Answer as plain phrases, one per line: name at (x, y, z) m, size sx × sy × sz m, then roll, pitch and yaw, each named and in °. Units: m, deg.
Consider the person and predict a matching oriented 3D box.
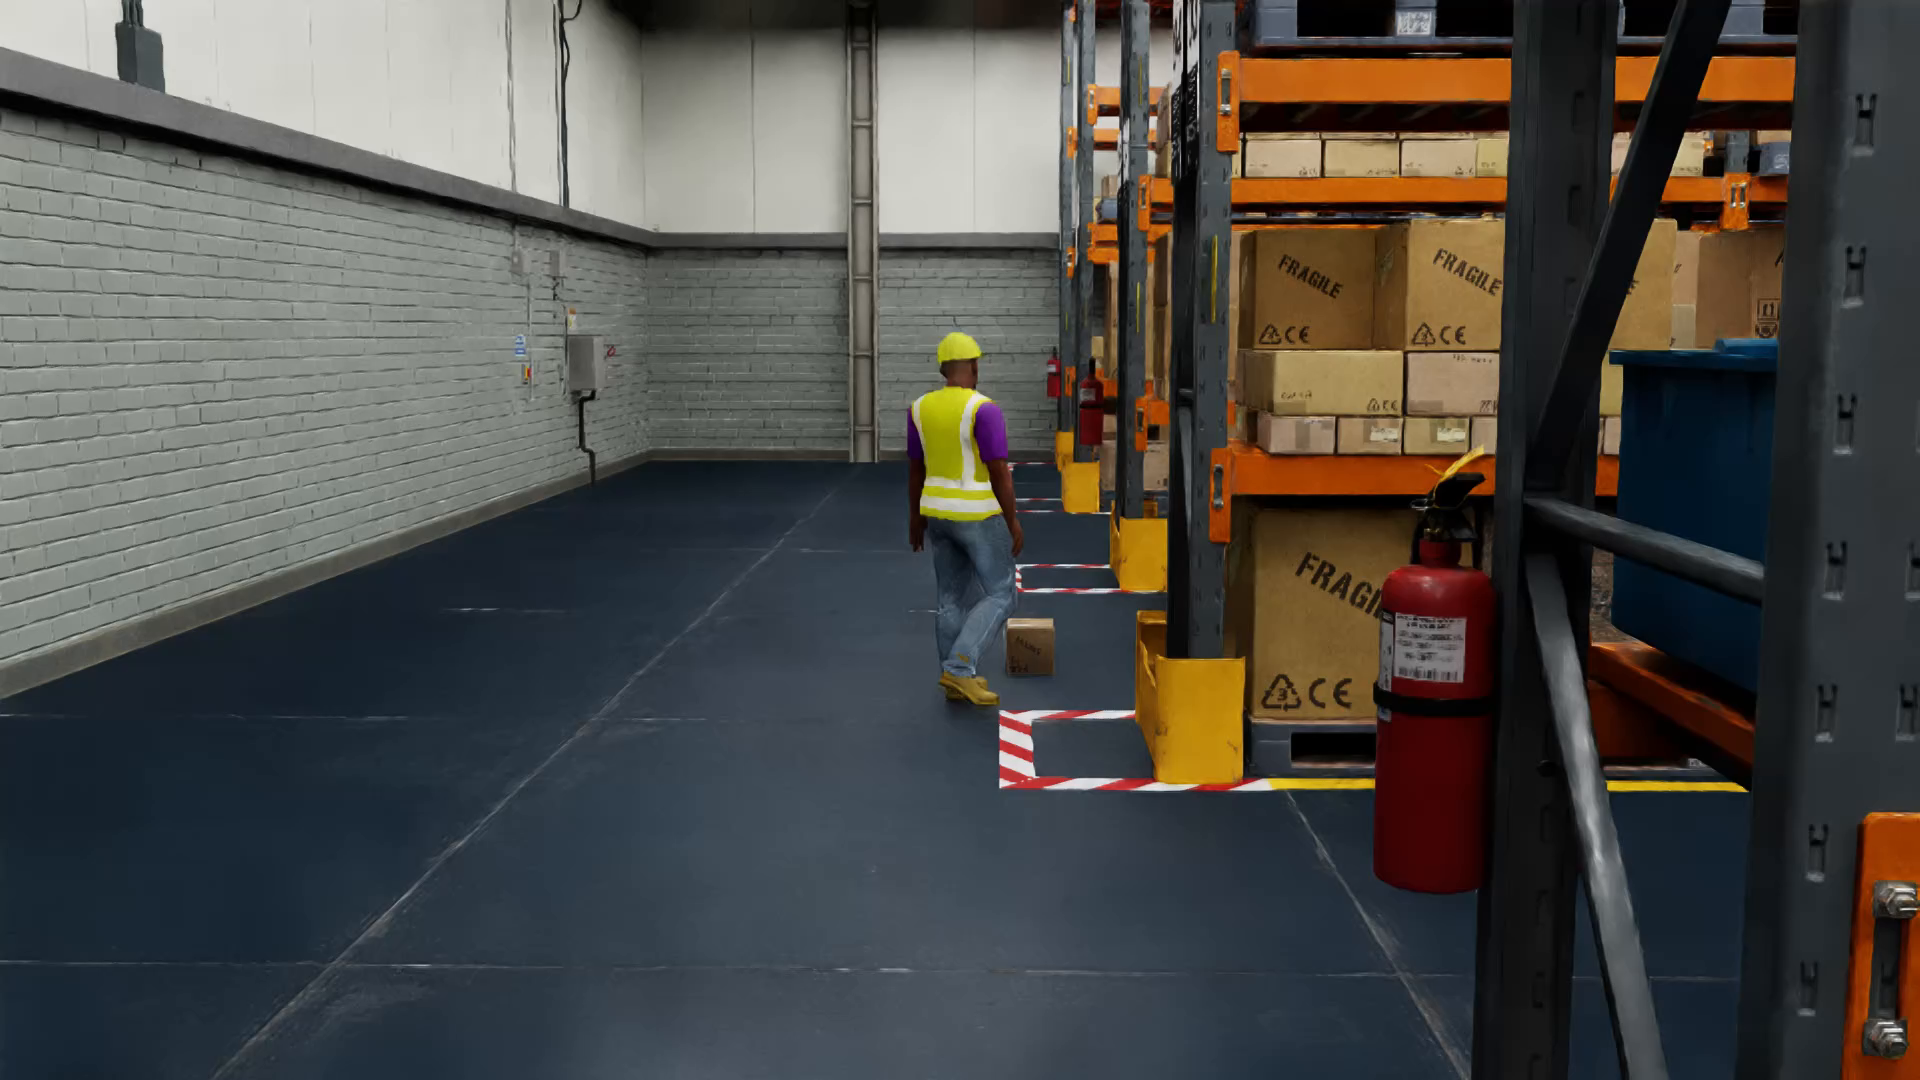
person at (0.008, -0.102, 7.919) m, size 0.667 × 1.766 × 0.523 m, roll 6°, pitch 10°, yaw 42°
